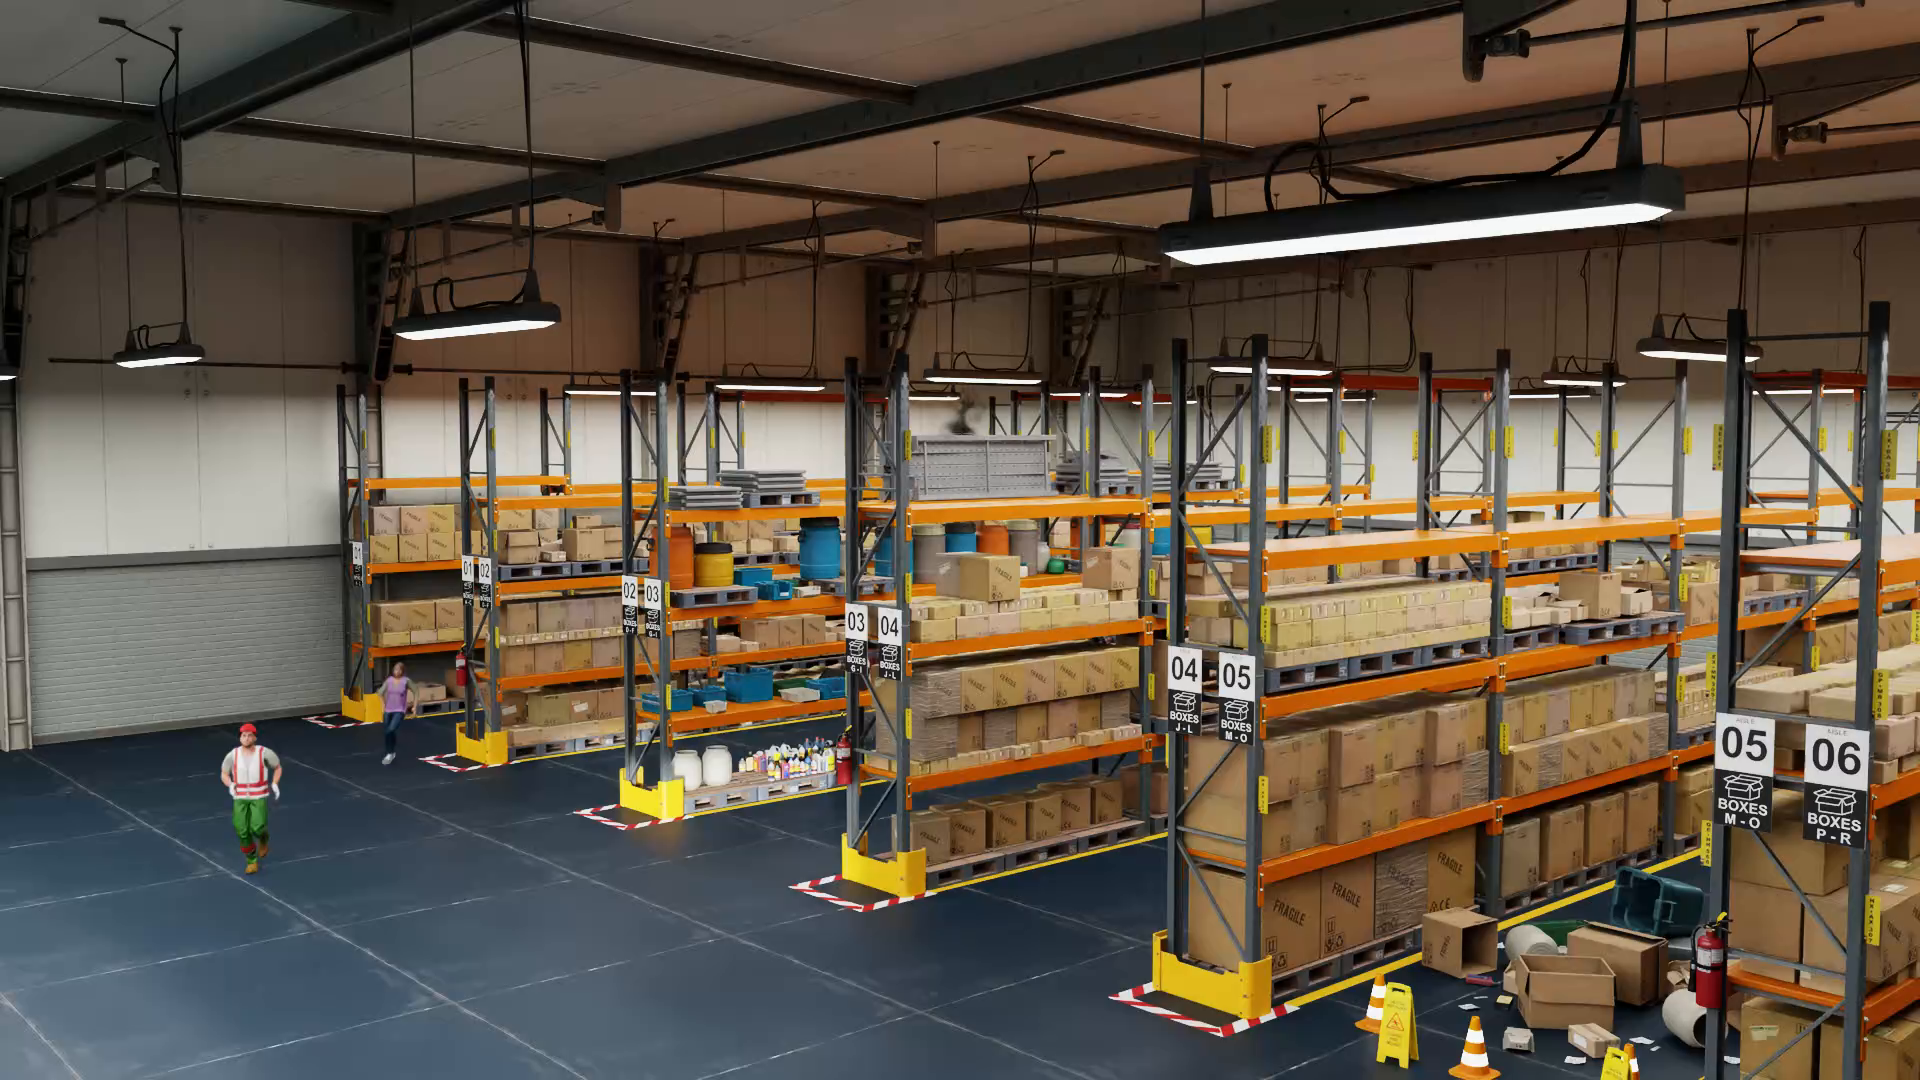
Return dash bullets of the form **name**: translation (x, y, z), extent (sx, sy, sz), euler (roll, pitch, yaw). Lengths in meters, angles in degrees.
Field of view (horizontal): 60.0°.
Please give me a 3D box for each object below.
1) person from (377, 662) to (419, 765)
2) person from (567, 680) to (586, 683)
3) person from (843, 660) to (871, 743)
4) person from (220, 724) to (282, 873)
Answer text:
- **person**: translation (-8.751, 2.690, 25.803), extent (0.598, 1.561, 0.568), euler (0, 4, 5)
- **person**: translation (-6.738, 2.387, 29.181), extent (0.659, 1.733, 0.634), euler (3, 5, 36)
- **person**: translation (-1.753, 2.506, 27.216), extent (0.592, 1.732, 0.645), euler (-3, 5, -42)
- **person**: translation (-8.309, 3.019, 19.466), extent (0.655, 1.741, 0.594), euler (-1, 4, -14)
